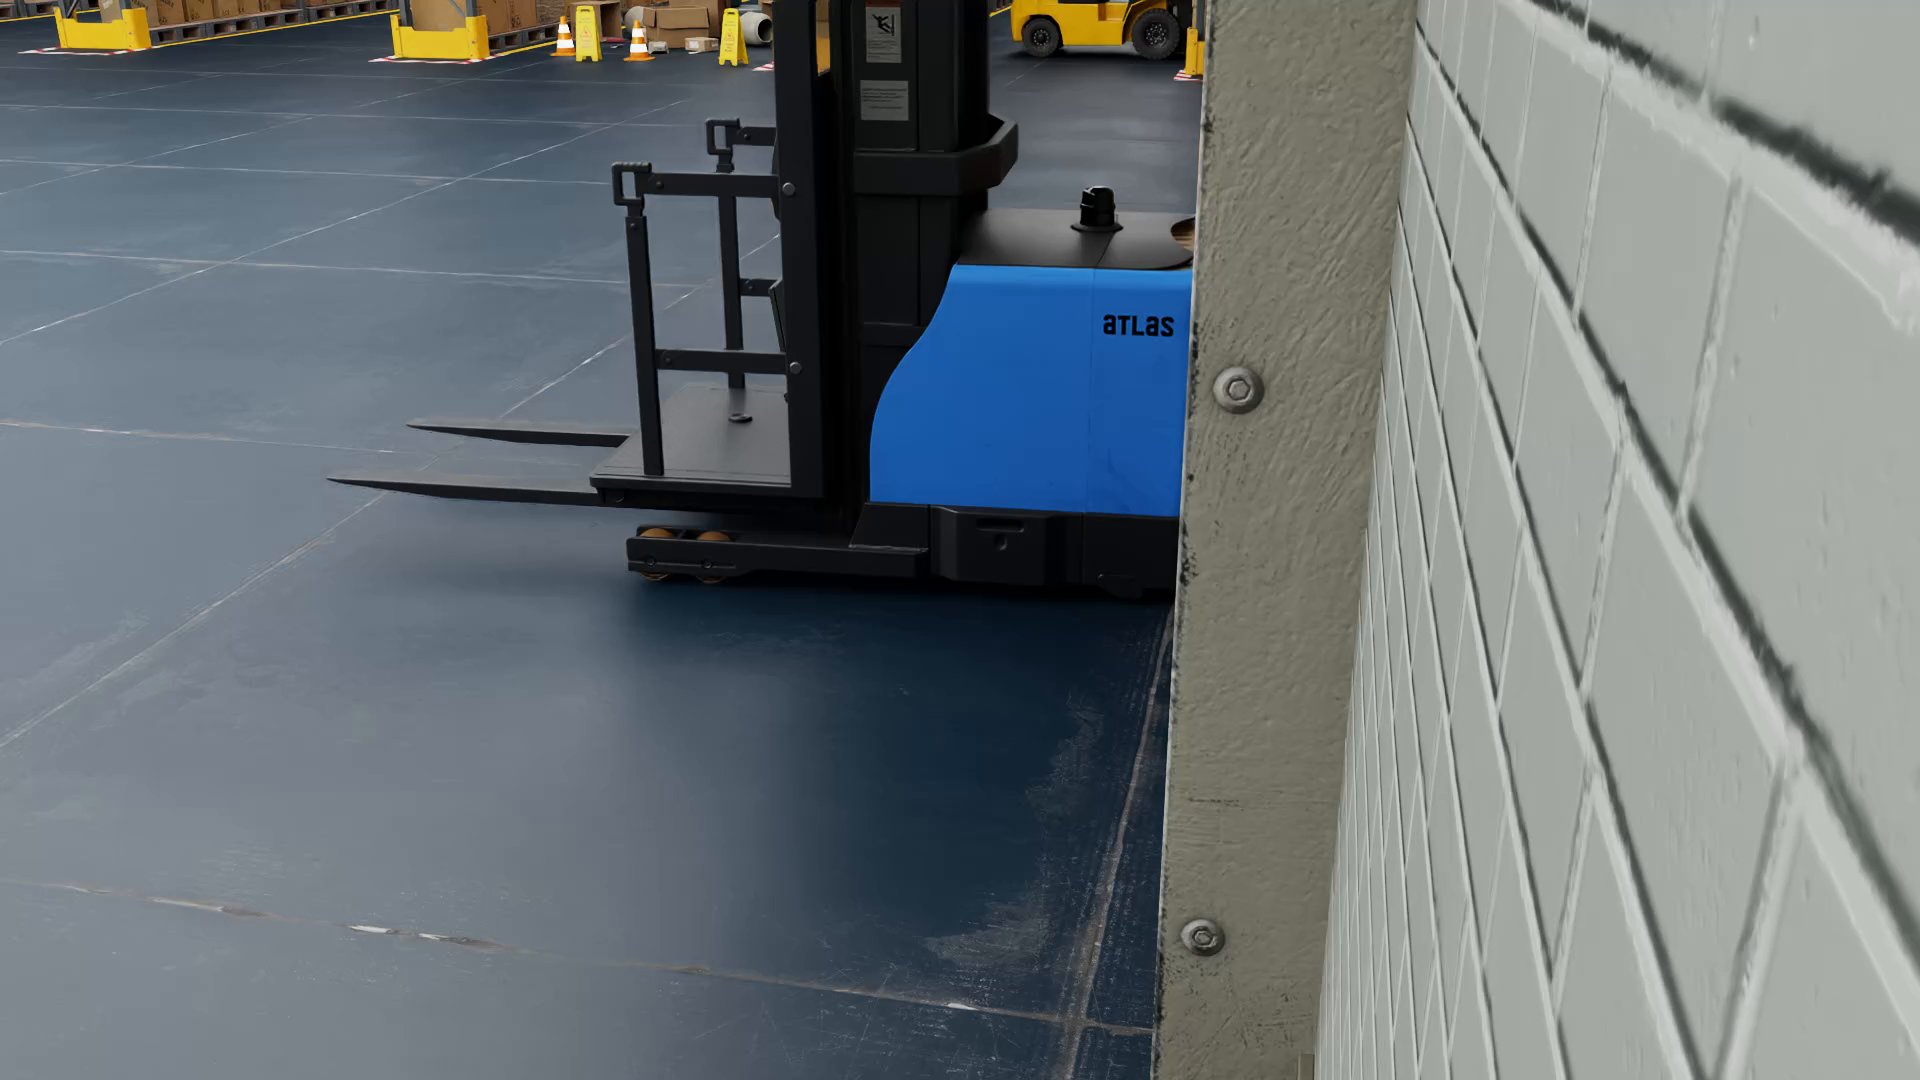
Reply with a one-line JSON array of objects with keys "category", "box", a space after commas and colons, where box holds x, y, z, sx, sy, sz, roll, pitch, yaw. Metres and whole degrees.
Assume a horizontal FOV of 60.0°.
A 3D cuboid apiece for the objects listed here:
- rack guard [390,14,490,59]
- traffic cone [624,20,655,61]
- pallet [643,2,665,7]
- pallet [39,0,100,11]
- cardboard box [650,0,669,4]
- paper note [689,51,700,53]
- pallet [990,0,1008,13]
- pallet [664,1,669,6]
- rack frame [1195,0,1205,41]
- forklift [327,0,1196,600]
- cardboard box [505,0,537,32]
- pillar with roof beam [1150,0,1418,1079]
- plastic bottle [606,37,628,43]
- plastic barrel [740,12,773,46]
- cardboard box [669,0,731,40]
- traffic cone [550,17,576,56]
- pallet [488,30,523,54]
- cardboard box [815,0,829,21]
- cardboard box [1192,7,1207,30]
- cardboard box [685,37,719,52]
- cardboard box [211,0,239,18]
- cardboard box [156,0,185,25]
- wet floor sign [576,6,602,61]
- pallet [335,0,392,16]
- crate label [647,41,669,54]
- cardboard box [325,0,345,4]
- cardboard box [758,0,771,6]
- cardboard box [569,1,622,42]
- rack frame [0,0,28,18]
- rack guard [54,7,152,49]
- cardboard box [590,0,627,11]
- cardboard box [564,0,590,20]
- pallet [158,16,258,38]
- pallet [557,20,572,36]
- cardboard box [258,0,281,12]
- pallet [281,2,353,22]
[{"category": "rack guard", "box": [-6.529, -6.329, 20.887, 1.175, 0.500, 0.348, 4, 22, 11]}, {"category": "traffic cone", "box": [-3.989, -6.196, 20.606, 0.336, 0.463, 0.334, 4, 22, 11]}, {"category": "pallet", "box": [-5.377, -8.402, 26.421, 1.003, 0.211, 1.213, 4, 22, 11]}, {"category": "pallet", "box": [-15.023, -9.197, 28.395, 1.003, 0.211, 1.213, 4, 22, 11]}, {"category": "cardboard box", "box": [-5.279, -9.038, 26.718, 1.050, 0.750, 0.750, 5, 22, 12]}, {"category": "paper note", "box": [-3.413, -6.277, 21.386, 0.148, 0.019, 0.142, -3, 22, -8]}, {"category": "pallet", "box": [0.209, -9.071, 28.084, 1.003, 0.211, 1.213, 4, 22, 11]}, {"category": "pallet", "box": [-5.126, -8.847, 27.526, 1.003, 0.211, 1.213, 4, 22, 11]}, {"category": "rack frame", "box": [3.202, -6.780, 18.660, 1.000, 3.000, 0.127, 4, 22, 11]}, {"category": "forklift", "box": [-0.659, -1.408, 5.414, 3.031, 2.935, 1.130, 3, 22, 8]}, {"category": "cardboard box", "box": [-6.273, -7.281, 22.188, 0.875, 0.875, 0.875, 4, 22, 10]}, {"category": "pillar with roof beam", "box": [-3.661, -3.493, 2.471, 9.100, 9.000, 0.400, 4, 22, 11]}, {"category": "plastic bottle", "box": [-4.682, -6.830, 22.719, 0.283, 0.061, 0.133, -3, 22, -8]}, {"category": "plastic barrel", "box": [-2.718, -6.832, 22.240, 0.421, 0.421, 0.512, -16, 27, -35]}, {"category": "cardboard box", "box": [-3.595, -7.240, 22.963, 0.797, 0.637, 0.503, 4, 22, 11]}, {"category": "traffic cone", "box": [-5.026, -6.406, 21.129, 0.336, 0.463, 0.334, 4, 22, 11]}, {"category": "pallet", "box": [-6.438, -6.502, 21.704, 1.003, 0.211, 1.213, 4, 22, 11]}, {"category": "cardboard box", "box": [-1.749, -6.737, 20.669, 0.500, 0.500, 0.500, 5, 22, 11]}, {"category": "cardboard box", "box": [2.996, -6.133, 19.503, 0.500, 0.250, 0.500, 4, 22, 10]}, {"category": "cardboard box", "box": [-3.368, -6.467, 21.701, 0.380, 0.149, 0.250, 18, 28, 38]}, {"category": "cardboard box", "box": [-10.823, -7.824, 24.037, 0.500, 0.500, 0.500, 2, 22, 6]}, {"category": "cardboard box", "box": [-11.127, -7.396, 22.974, 0.500, 0.500, 0.500, 11, 24, 25]}, {"category": "wet floor sign", "box": [-4.592, -6.243, 20.480, 0.267, 0.644, 0.232, 1, 22, 2]}, {"category": "pallet", "box": [-10.139, -8.814, 27.444, 1.003, 0.211, 1.213, 4, 22, 11]}, {"category": "crate label", "box": [-3.889, -6.337, 21.393, 0.250, 0.136, 0.298, -7, 23, -17]}, {"category": "cardboard box", "box": [-10.281, -8.815, 26.472, 0.700, 0.500, 0.500, 4, 22, 11]}, {"category": "cardboard box", "box": [-2.590, -7.936, 23.864, 0.500, 0.500, 0.500, 4, 22, 11]}, {"category": "cardboard box", "box": [-5.020, -7.156, 22.937, 0.500, 0.500, 0.500, 8, 23, 20]}, {"category": "rack frame", "box": [-15.392, -9.752, 26.042, 1.000, 3.000, 0.127, 4, 22, 11]}, {"category": "rack guard", "box": [-11.344, -6.780, 22.008, 1.175, 0.500, 0.348, 4, 22, 11]}, {"category": "cardboard box", "box": [-5.669, -8.345, 24.997, 1.050, 0.750, 0.750, 4, 22, 11]}, {"category": "cardboard box", "box": [-5.905, -7.944, 23.835, 0.875, 0.875, 0.875, 5, 22, 12]}, {"category": "pallet", "box": [-10.892, -7.386, 23.898, 1.003, 0.211, 1.213, 4, 22, 11]}, {"category": "pallet", "box": [-5.940, -7.394, 23.919, 1.003, 0.211, 1.213, 4, 22, 11]}, {"category": "cardboard box", "box": [-10.664, -8.267, 25.137, 0.500, 0.500, 0.500, 4, 22, 9]}, {"category": "pallet", "box": [-10.385, -8.366, 26.333, 1.003, 0.211, 1.213, 4, 22, 11]}]
